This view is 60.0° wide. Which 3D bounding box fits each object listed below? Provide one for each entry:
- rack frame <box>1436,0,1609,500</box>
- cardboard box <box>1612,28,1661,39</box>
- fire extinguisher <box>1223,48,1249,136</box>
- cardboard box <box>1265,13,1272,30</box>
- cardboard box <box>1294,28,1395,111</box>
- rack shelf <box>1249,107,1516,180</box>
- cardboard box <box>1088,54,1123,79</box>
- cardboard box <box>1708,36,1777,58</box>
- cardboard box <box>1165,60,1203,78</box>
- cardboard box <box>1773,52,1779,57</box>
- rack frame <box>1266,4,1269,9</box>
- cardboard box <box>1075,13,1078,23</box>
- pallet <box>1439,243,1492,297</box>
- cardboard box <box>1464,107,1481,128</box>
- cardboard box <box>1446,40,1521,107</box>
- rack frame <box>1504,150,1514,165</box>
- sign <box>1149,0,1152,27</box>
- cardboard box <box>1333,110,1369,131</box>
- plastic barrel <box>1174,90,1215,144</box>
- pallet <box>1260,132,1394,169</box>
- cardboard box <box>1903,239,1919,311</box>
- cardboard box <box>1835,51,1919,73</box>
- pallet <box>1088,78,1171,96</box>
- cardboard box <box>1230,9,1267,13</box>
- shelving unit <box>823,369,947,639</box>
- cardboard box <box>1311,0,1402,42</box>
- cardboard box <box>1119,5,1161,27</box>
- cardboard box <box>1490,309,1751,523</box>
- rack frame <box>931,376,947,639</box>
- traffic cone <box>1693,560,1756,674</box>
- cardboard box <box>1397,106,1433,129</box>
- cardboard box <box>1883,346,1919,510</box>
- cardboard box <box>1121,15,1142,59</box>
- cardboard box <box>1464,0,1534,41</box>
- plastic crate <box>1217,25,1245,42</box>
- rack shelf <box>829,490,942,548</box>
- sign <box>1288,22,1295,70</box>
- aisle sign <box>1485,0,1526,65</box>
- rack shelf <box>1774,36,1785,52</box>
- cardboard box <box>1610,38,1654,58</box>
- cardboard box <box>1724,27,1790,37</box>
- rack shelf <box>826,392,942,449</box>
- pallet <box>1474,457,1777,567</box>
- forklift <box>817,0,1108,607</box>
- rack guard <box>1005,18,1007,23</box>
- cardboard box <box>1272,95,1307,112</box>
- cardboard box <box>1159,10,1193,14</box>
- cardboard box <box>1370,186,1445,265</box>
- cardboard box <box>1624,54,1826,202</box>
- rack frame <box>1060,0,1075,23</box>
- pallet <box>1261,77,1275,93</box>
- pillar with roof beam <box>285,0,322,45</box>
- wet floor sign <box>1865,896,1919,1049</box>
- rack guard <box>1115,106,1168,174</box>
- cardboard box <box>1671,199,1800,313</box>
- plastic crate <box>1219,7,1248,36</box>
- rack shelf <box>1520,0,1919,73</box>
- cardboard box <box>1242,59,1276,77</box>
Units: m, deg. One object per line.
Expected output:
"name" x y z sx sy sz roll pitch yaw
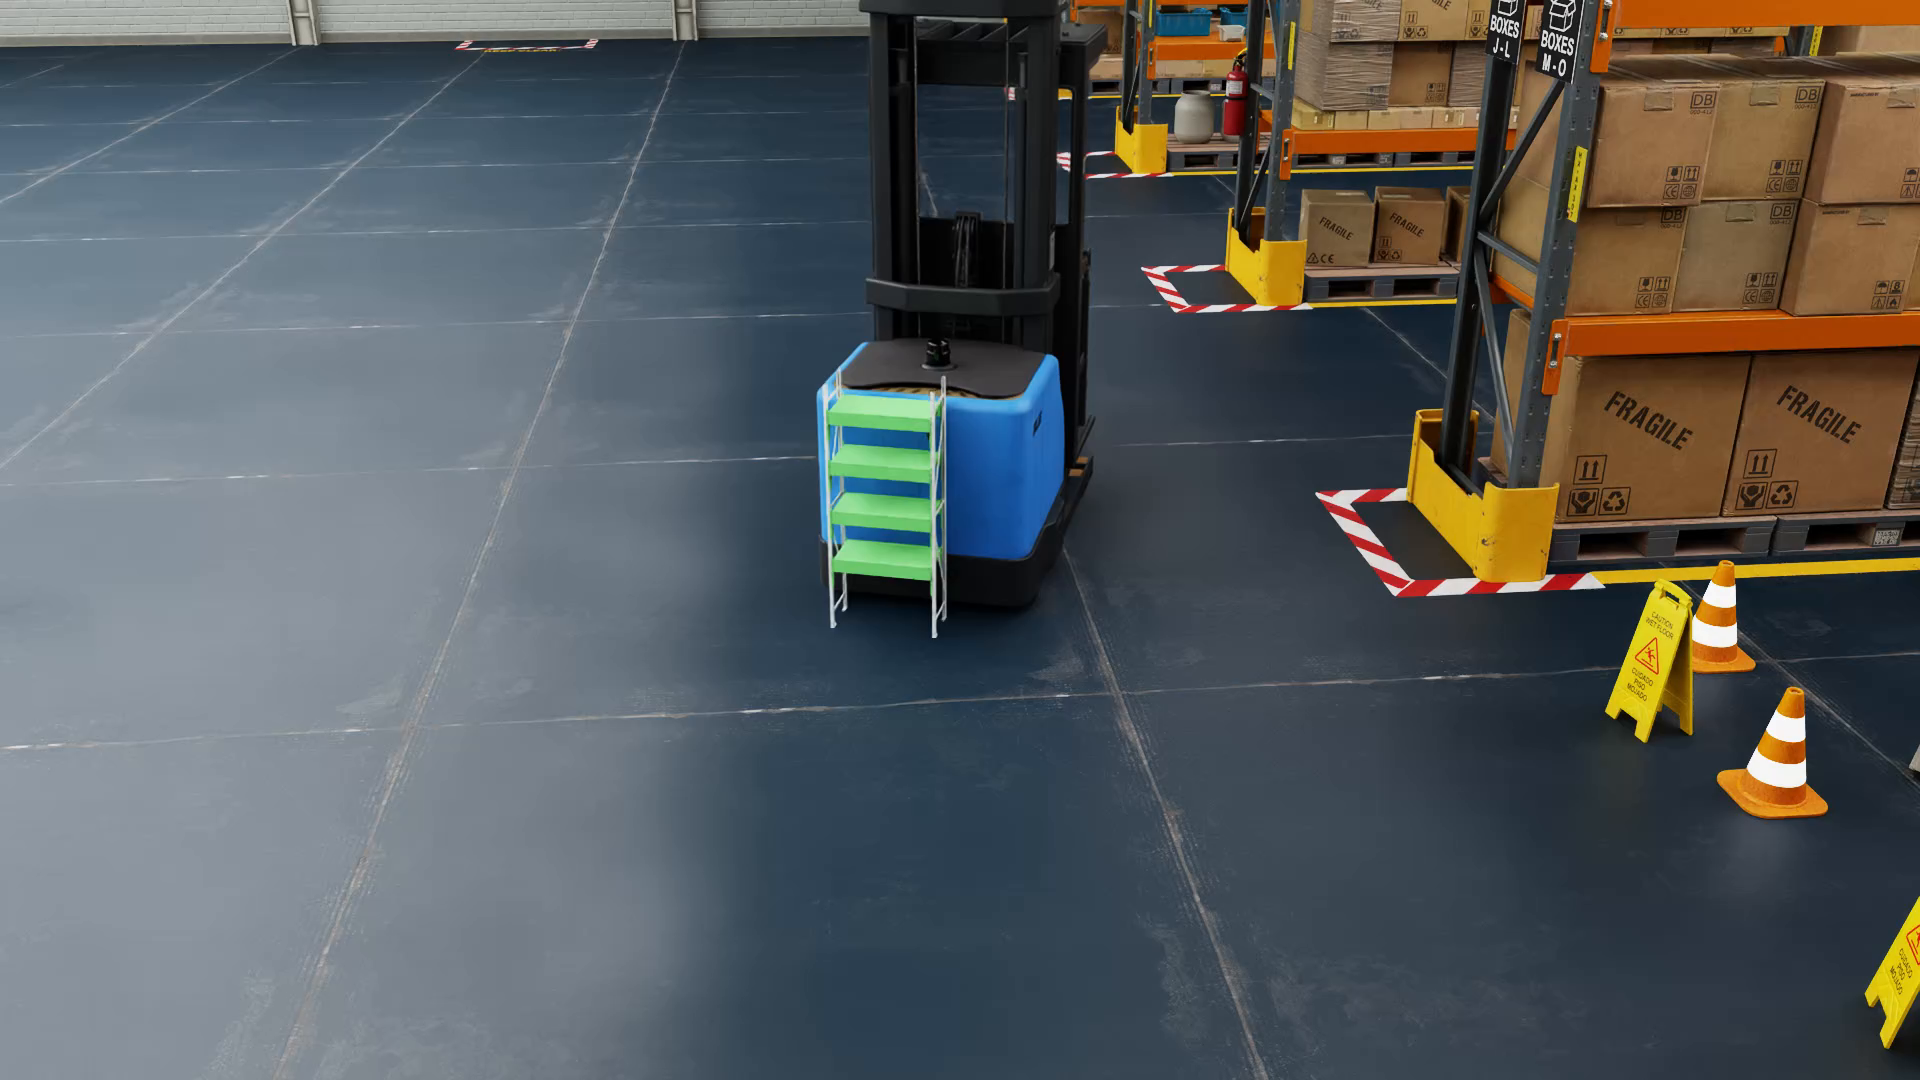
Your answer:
"rack frame" 2.735 -1.398 8.202 0.127 3.000 1.000 -2 24 -5
"cardboard box" 4.913 -4.036 12.416 0.500 0.500 0.500 -2 24 -5
"fire extinguisher" 2.189 -3.553 13.146 0.183 0.674 0.296 -2 24 -5
"cardboard box" 3.923 -6.705 22.087 0.500 0.500 0.500 -2 24 -5
"cardboard box" 2.898 -3.599 12.665 0.500 0.500 0.875 -2 24 -5
"rack shelf" 4.338 -3.158 13.047 4.000 0.370 1.077 -2 24 -5
"cardboard box" 1.933 -6.278 22.049 0.500 0.250 0.500 -2 24 -5
"cardboard box" 5.875 -3.755 13.016 0.500 0.500 0.875 -2 24 -5
"cardboard box" 2.928 -6.319 22.142 0.500 0.250 0.500 -2 24 -5
"cardboard box" 10.840 -6.733 22.741 0.500 0.500 0.500 -3 24 -6
"rack frame" 4.868 -9.573 26.594 0.127 3.000 1.000 -2 24 -5
"cardboard box" 1.585 -8.377 26.672 0.500 0.311 0.500 -5 24 -11
"pallet" 4.447 -2.201 13.442 1.213 0.211 1.003 -2 24 -5
"cardboard box" 3.898 -3.260 12.700 0.250 0.149 0.380 -2 24 -5
"cardboard box" 3.886 -3.670 12.825 0.500 0.500 0.875 -2 24 -5
"rack frame" 5.842 -5.568 17.585 0.127 3.000 1.000 -2 24 -5
"sign" 1.911 -5.313 16.669 0.005 0.325 0.100 -2 24 -5
"cardboard box" 2.906 -3.209 12.586 0.250 0.149 0.380 -2 24 -5
"plastic barrel" 2.509 -4.521 17.774 0.421 0.512 0.421 0 24 0
"pallet" 3.952 -4.234 18.016 1.213 0.211 1.003 -2 24 -5
"cardboard box" 4.738 -1.540 8.337 0.500 0.550 0.875 -2 24 -5
"cardboard box" 4.731 -2.059 8.176 0.500 0.550 0.875 -2 24 -5
"pallet" 2.135 -6.184 22.403 1.213 0.211 1.003 -2 24 -5
"cardboard box" 3.871 -6.917 22.564 0.500 0.500 0.500 -2 24 -5
"shelving unit" -0.335 -0.158 7.627 0.503 1.200 0.258 5 24 11
"cardboard box" 2.922 -3.957 12.239 0.500 0.500 0.500 -2 24 -5
"cardboard box" 2.887 -8.495 26.705 0.500 0.500 0.700 -4 24 -8
"cardboard box" 3.403 -0.673 8.669 0.875 0.875 0.875 -2 24 -5
"rack frame" -0.096 -0.137 7.580 0.015 1.200 0.240 5 24 11
"traffic cone" 3.403 0.314 7.474 0.334 0.463 0.336 -2 24 -5
"cardboard box" 3.403 -3.231 12.636 0.250 0.149 0.380 -2 24 -5
"cardboard box" 5.186 -0.744 8.830 0.875 0.875 0.875 -2 24 -5
"cardboard box" 2.431 -6.641 21.944 0.500 0.500 0.500 -2 24 -5
"cardboard box" 3.918 -3.995 12.324 0.500 0.500 0.500 -2 24 -5
"plastic crate" 2.783 -5.194 17.067 0.250 0.136 0.298 -2 24 -5
"rack shelf" -0.335 -0.100 7.653 0.480 0.148 0.258 5 24 11
"sign" 2.401 -3.583 12.052 0.005 0.325 0.100 -2 24 -5
"aisle sign" 2.635 -2.704 7.940 0.004 0.787 0.394 -2 24 -5
"rack shelf" 7.832 -5.319 17.911 4.000 0.370 1.077 -2 24 -5
"cardboard box" 4.886 -3.689 12.866 0.500 0.500 0.875 -2 24 -5
"cardboard box" 5.908 -4.076 12.506 0.500 0.500 0.500 -2 24 -5
"rack shelf" -0.335 -0.539 7.459 0.480 0.148 0.258 5 24 11
"pallet" 3.523 -0.187 8.911 1.213 0.211 1.003 -2 24 -5
"forklift" 0.142 -1.595 8.731 1.130 2.935 3.031 5 24 12
"rack guard" 0.963 -8.274 26.749 0.348 0.500 1.175 -2 24 -5
"cardboard box" 2.611 -3.387 12.986 0.250 0.149 0.380 -2 24 -5
"cardboard box" 2.876 -6.877 22.473 0.500 0.500 0.500 -2 24 -5
"cardboard box" 3.562 -2.512 13.270 0.500 0.500 0.500 4 24 9
"cardboard box" 3.646 -2.018 8.084 0.550 0.550 0.875 -2 24 -5
"rack frame" 1.378 -7.411 21.730 0.127 3.000 1.000 -2 24 -5
"pallet" 4.563 -6.282 22.623 1.213 0.211 1.003 -2 24 -5
"pillar with roof beam" -10.020 -10.313 20.873 0.400 9.000 9.100 -2 24 -5
"wet floor sign" 3.028 1.250 5.144 0.232 0.644 0.267 6 25 13
"rack guard" 1.932 -4.288 17.783 0.348 0.500 1.175 -2 24 -5
"cardboard box" 3.645 -1.530 8.315 0.550 0.550 0.875 -2 24 -5
"plastic crate" 2.977 -5.505 17.626 0.408 0.251 0.499 -2 24 -5
"rack shelf" 4.725 -2.520 7.918 4.000 0.370 1.077 -2 24 -5
"cardboard box" 3.924 -6.357 22.228 0.500 0.250 0.500 -2 24 -5
